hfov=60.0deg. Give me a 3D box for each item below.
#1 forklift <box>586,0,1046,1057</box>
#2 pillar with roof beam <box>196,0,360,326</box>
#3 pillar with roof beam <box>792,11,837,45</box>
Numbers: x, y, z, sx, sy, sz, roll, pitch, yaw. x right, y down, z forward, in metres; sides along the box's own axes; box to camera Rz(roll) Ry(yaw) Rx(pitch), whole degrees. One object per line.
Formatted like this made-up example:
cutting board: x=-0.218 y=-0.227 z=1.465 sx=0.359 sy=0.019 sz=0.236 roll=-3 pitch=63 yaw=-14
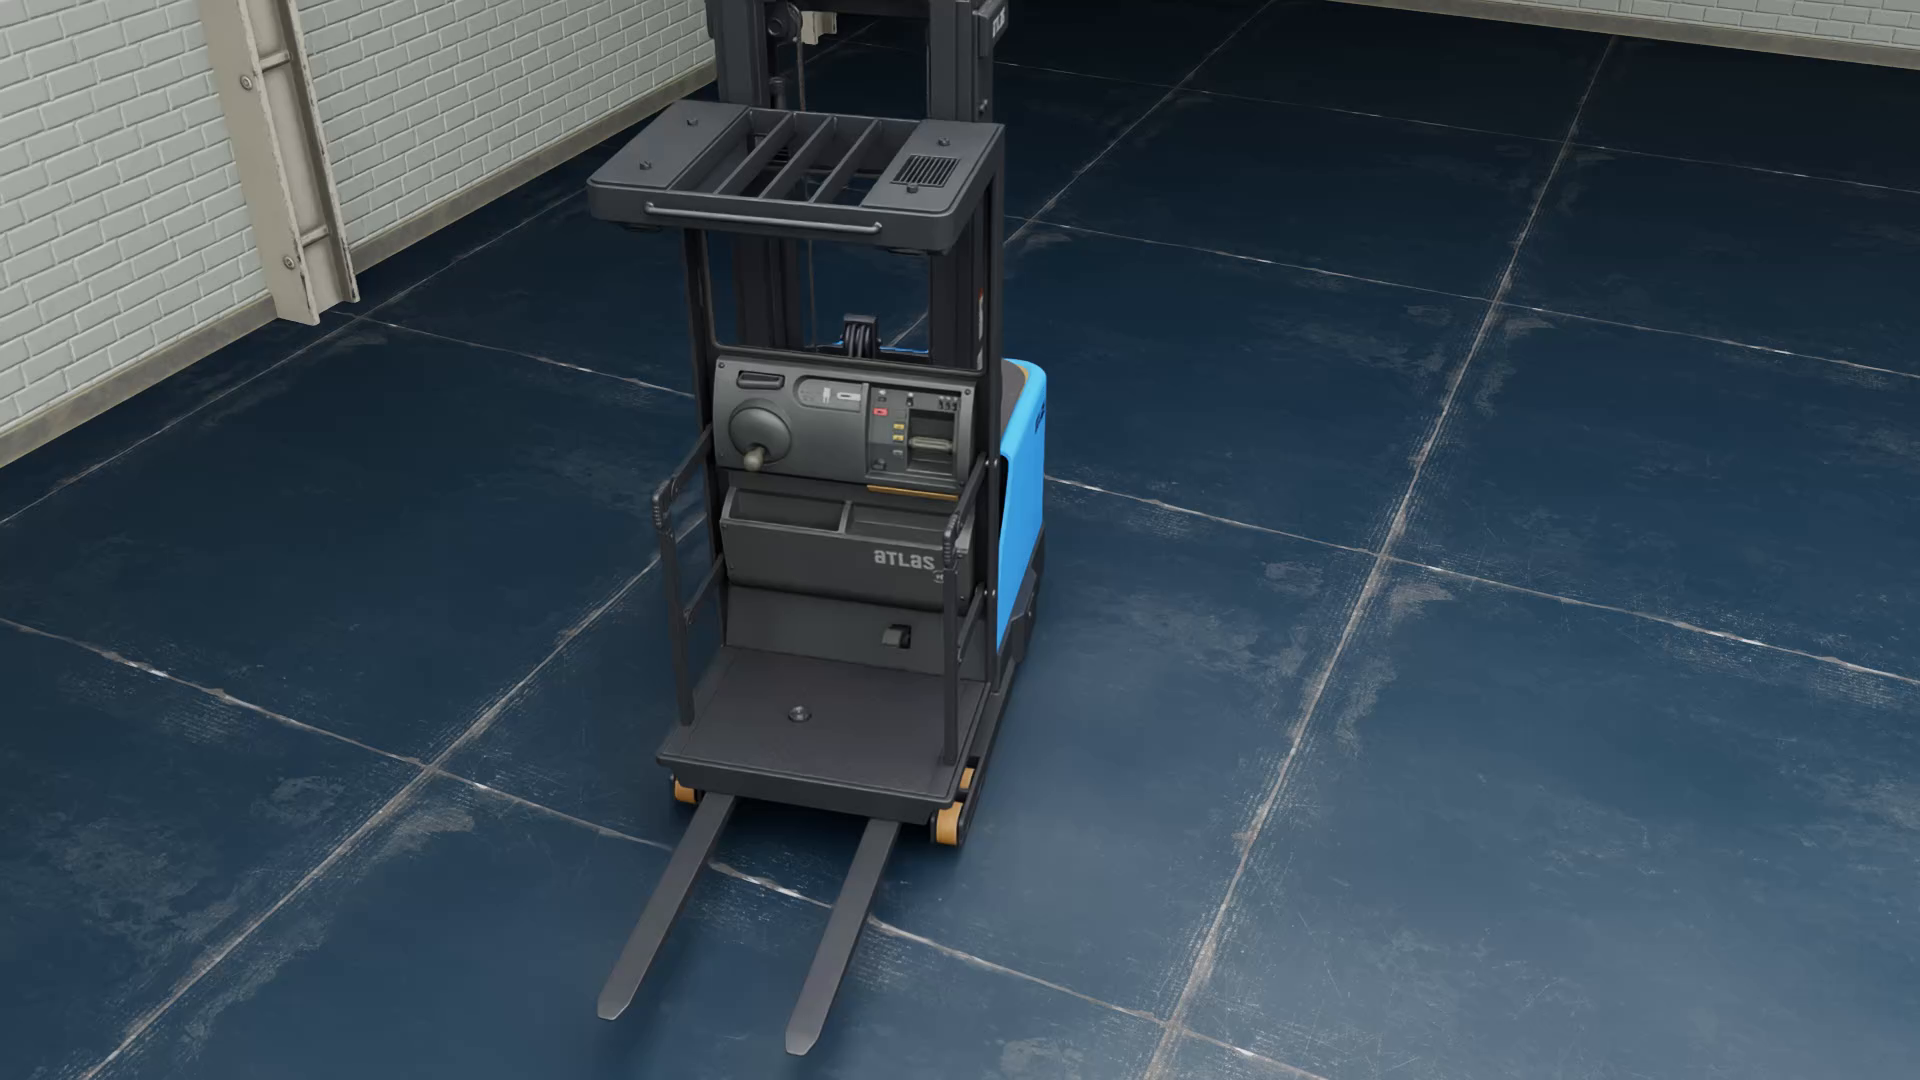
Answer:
forklift: x=-0.455 y=-0.343 z=5.600 sx=1.130 sy=2.935 sz=3.031 roll=7 pitch=34 yaw=11
pillar with roof beam: x=0.106 y=-4.152 z=5.875 sx=9.100 sy=9.000 sz=0.400 roll=14 pitch=36 yaw=20
pillar with roof beam: x=2.616 y=-7.140 z=10.432 sx=9.100 sy=9.000 sz=0.400 roll=14 pitch=36 yaw=20
